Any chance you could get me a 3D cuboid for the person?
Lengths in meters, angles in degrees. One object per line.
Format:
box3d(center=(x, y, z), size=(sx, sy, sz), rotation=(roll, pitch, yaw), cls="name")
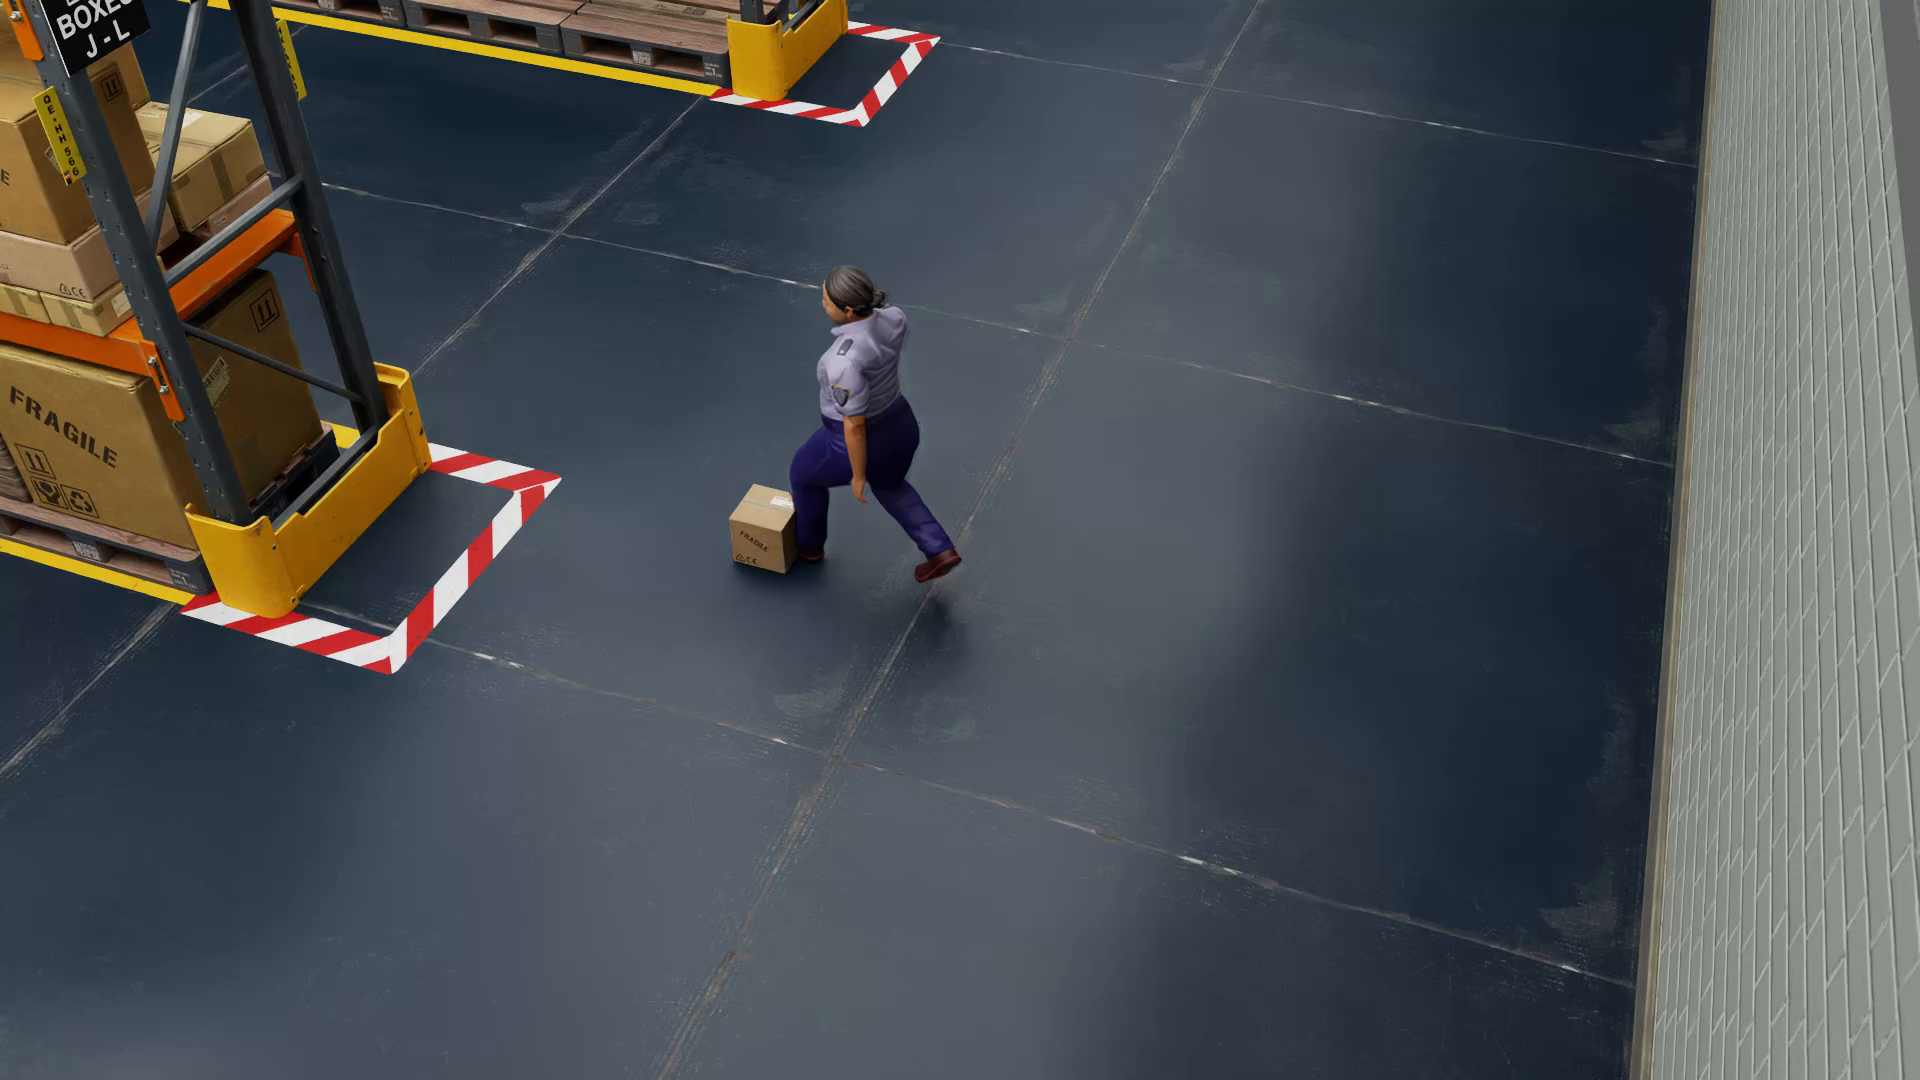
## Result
box3d(center=(-0.418, -0.461, 6.735), size=(0.943, 1.555, 0.467), rotation=(28, 49, 28), cls="person")
